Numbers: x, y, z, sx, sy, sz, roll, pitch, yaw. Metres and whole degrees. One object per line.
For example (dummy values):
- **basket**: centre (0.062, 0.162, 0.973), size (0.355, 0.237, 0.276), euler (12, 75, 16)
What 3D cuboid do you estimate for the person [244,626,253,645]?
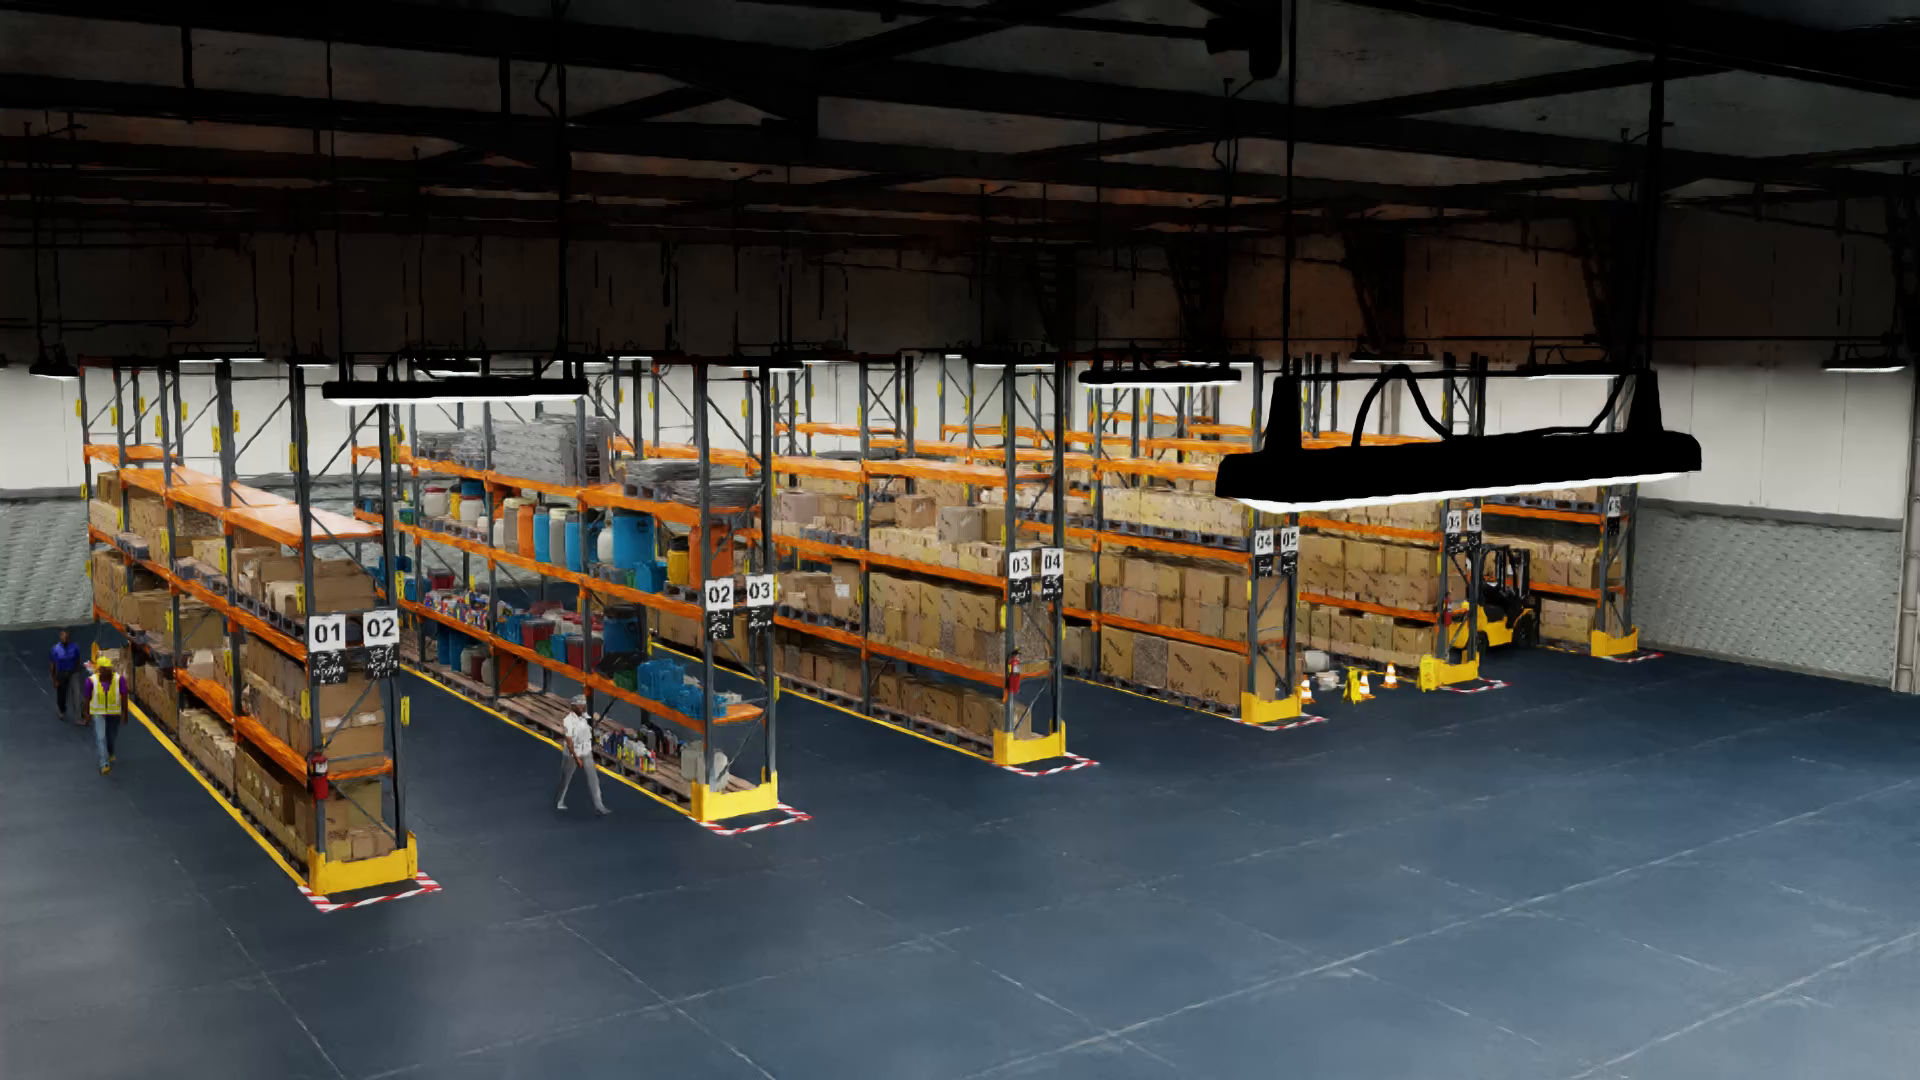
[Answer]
- **person**: centre (-14.332, 1.379, 33.486), size (0.401, 1.780, 0.610), euler (-3, 7, -20)

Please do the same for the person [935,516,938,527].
- **person**: centre (-0.816, -0.363, 47.832), size (0.628, 1.775, 0.491), euler (2, 7, 17)

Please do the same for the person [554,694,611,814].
- **person**: centre (-5.080, 2.835, 22.143), size (0.448, 1.617, 0.996), euler (-6, 9, -43)

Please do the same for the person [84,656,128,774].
- **person**: centre (-12.505, 2.530, 24.399), size (0.575, 1.689, 1.128), euler (-5, 9, -37)

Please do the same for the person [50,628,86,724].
- **person**: centre (-14.709, 2.254, 27.374), size (0.447, 1.506, 1.088), euler (-4, 8, -33)
